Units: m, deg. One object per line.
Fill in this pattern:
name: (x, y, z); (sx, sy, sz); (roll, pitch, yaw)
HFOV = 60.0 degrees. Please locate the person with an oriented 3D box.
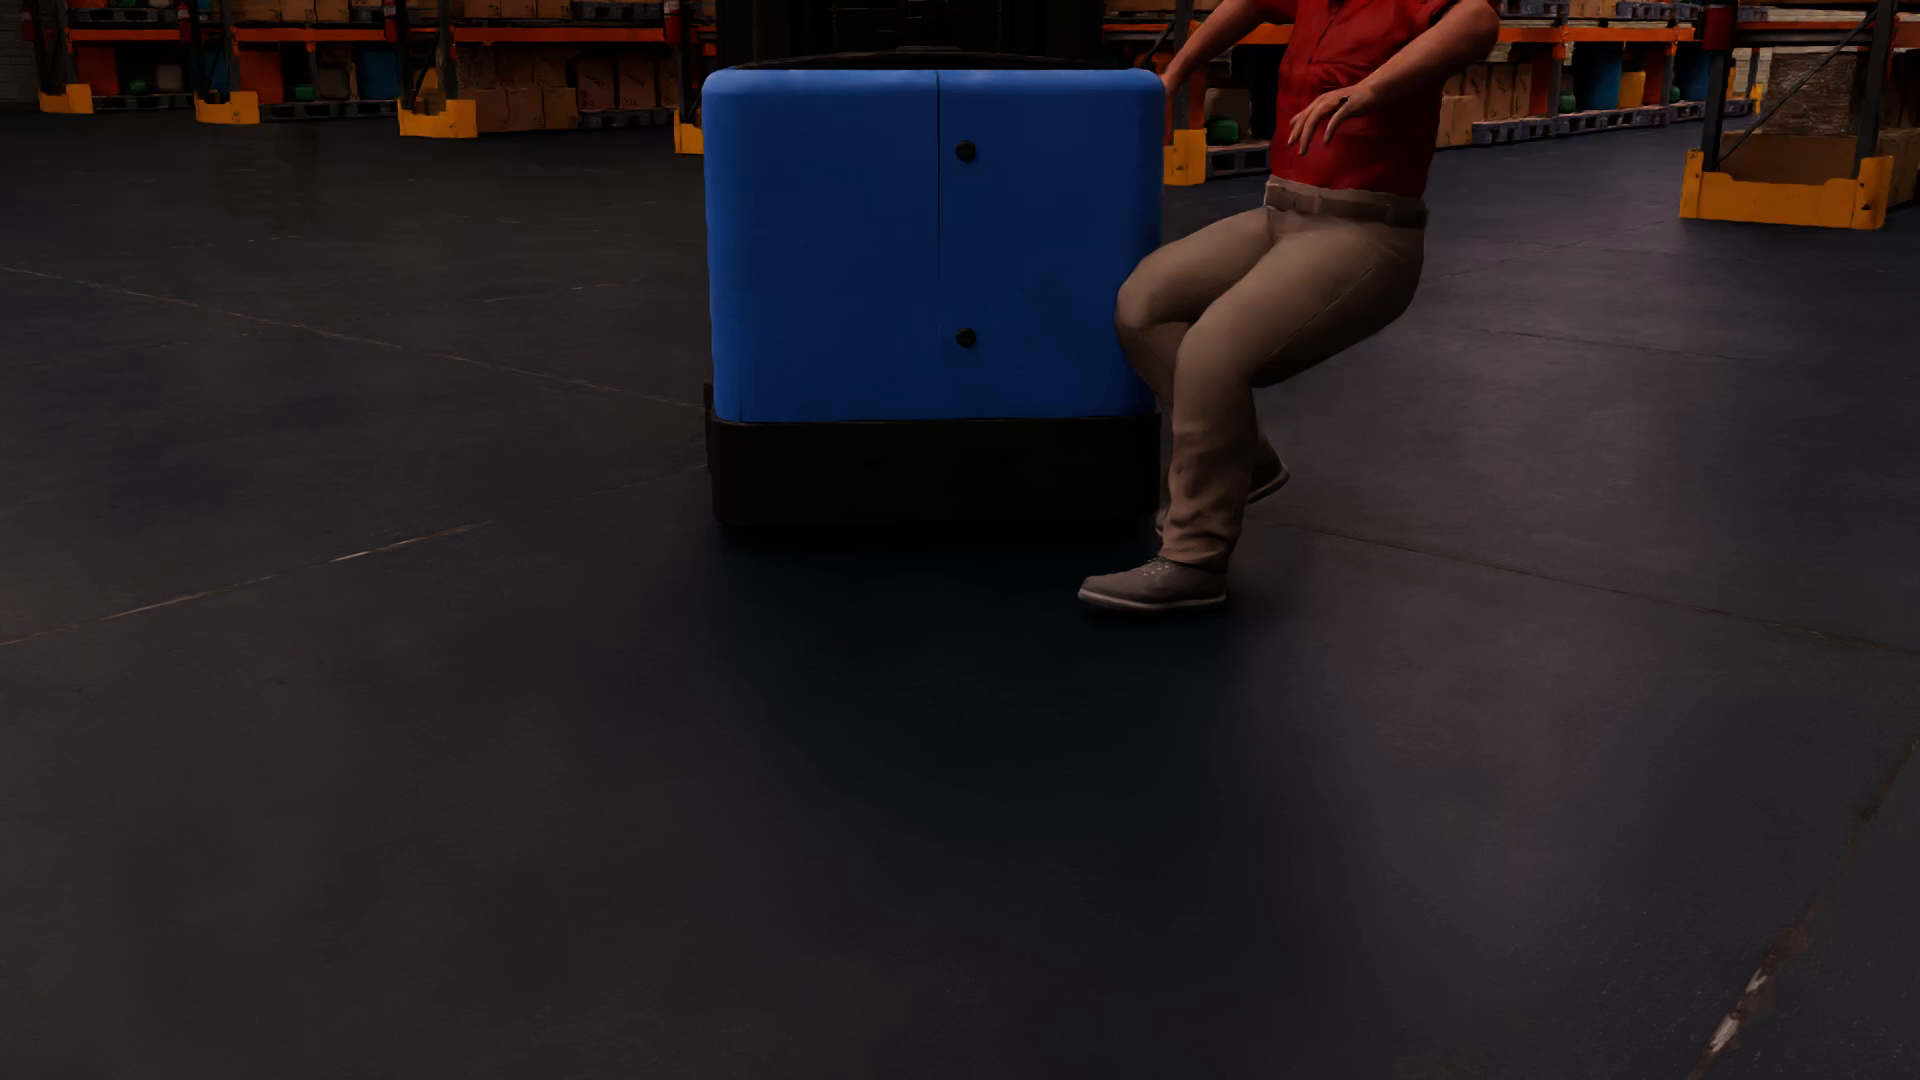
person: (0.582, -0.653, 3.445); (0.812, 1.529, 1.122); (-5, 18, -17)

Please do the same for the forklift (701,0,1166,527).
forklift: (-0.161, -1.811, 4.861); (1.130, 2.935, 3.031); (-1, 17, -4)
